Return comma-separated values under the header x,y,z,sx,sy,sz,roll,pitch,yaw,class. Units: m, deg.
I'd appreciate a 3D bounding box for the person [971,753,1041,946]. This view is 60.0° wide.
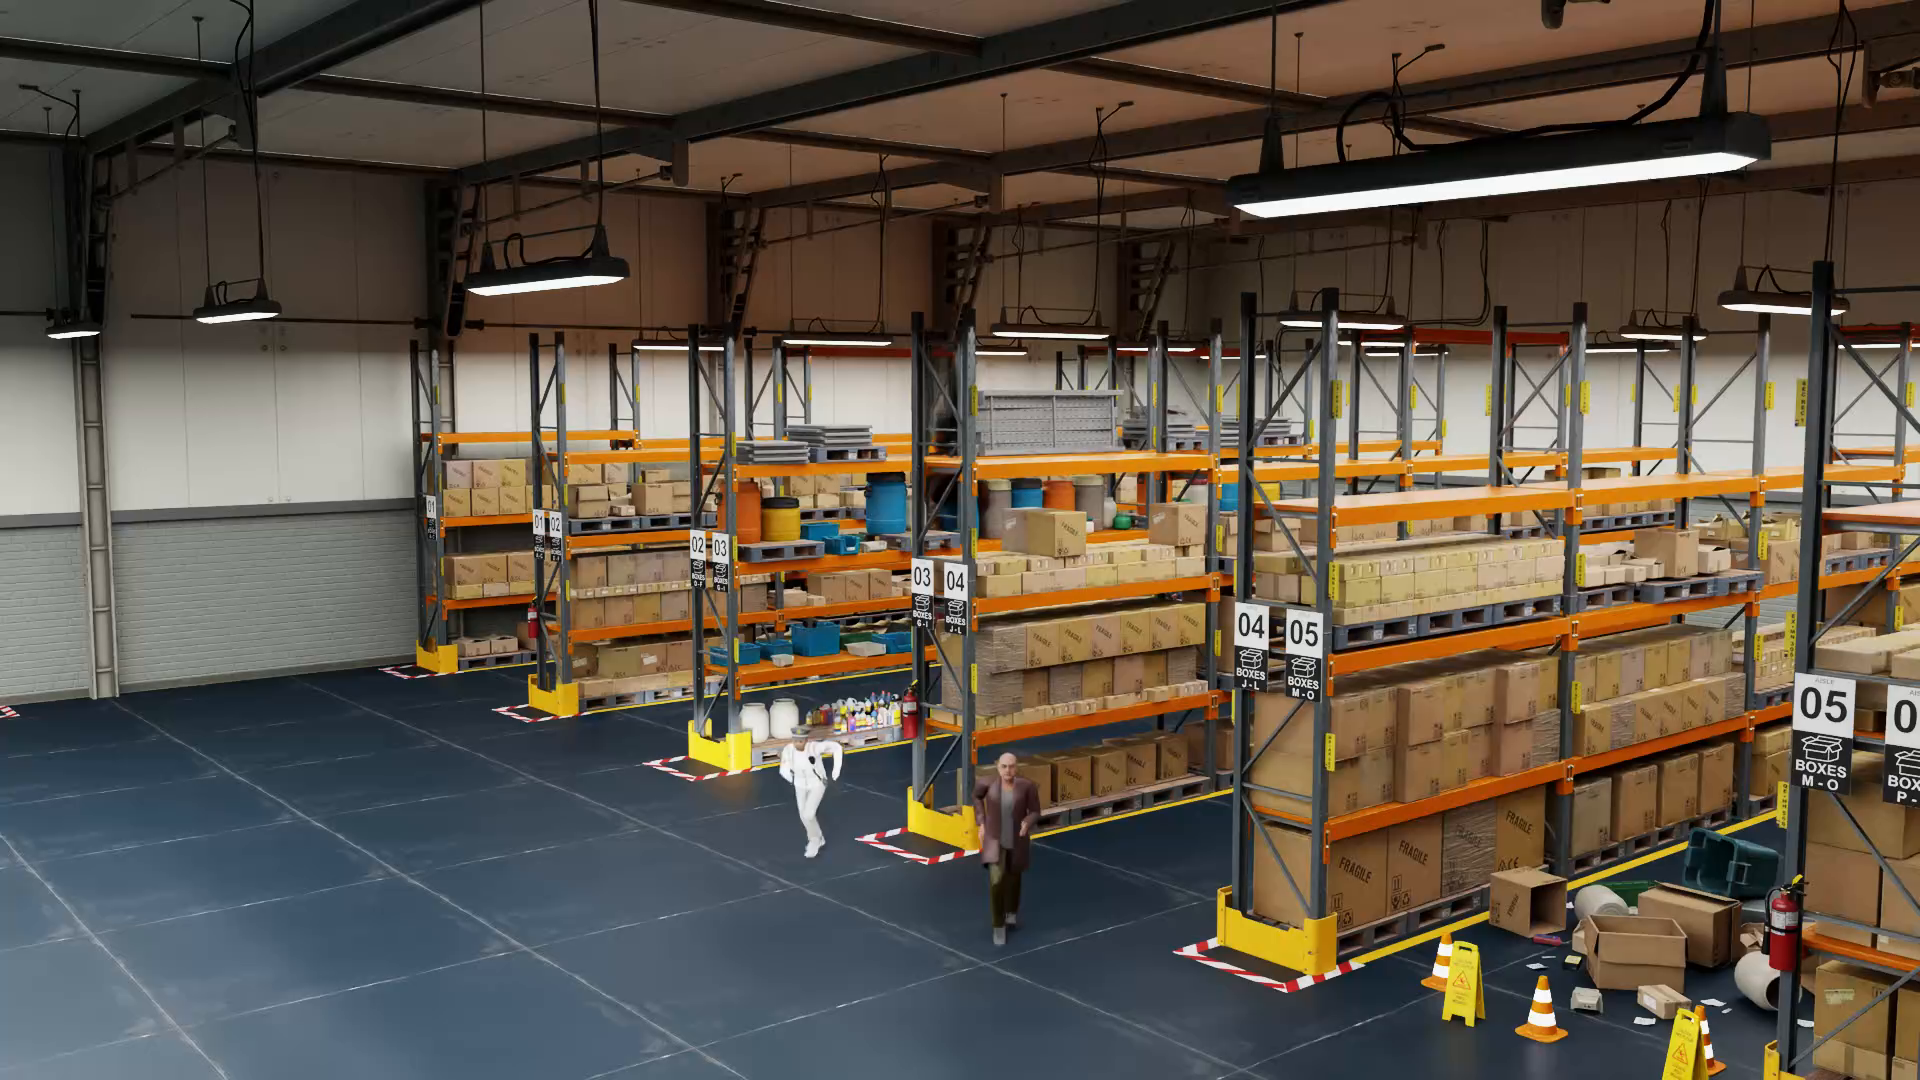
x,y,z,sx,sy,sz,roll,pitch,yaw,class
0.435,2.920,15.555,0.637,1.736,0.935,0,5,-3,person

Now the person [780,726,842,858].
x,y,z,sx,sy,sz,roll,pitch,yaw,class
-1.612,2.728,18.131,0.647,1.517,0.899,1,5,13,person

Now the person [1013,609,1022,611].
x,y,z,sx,sy,sz,roll,pitch,yaw,class
0.974,1.455,29.088,0.856,1.658,0.648,-4,6,-34,person
